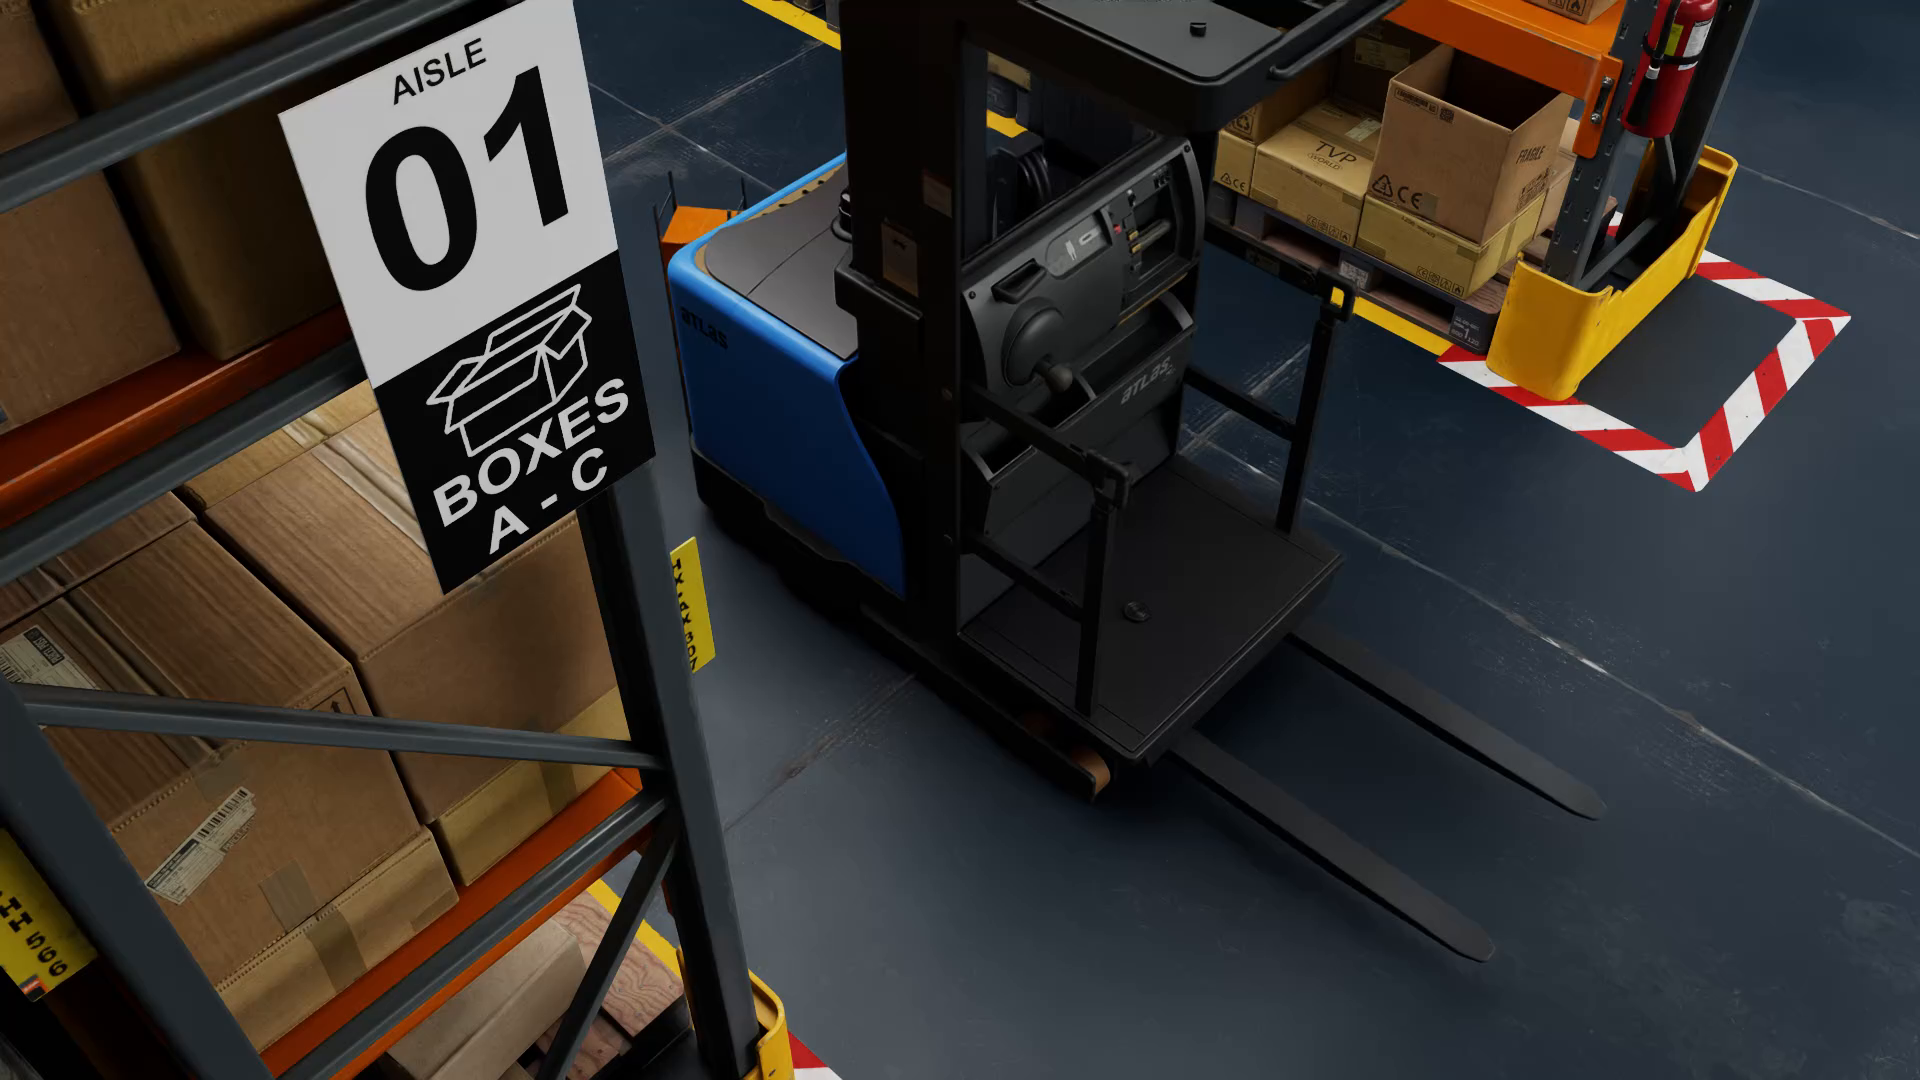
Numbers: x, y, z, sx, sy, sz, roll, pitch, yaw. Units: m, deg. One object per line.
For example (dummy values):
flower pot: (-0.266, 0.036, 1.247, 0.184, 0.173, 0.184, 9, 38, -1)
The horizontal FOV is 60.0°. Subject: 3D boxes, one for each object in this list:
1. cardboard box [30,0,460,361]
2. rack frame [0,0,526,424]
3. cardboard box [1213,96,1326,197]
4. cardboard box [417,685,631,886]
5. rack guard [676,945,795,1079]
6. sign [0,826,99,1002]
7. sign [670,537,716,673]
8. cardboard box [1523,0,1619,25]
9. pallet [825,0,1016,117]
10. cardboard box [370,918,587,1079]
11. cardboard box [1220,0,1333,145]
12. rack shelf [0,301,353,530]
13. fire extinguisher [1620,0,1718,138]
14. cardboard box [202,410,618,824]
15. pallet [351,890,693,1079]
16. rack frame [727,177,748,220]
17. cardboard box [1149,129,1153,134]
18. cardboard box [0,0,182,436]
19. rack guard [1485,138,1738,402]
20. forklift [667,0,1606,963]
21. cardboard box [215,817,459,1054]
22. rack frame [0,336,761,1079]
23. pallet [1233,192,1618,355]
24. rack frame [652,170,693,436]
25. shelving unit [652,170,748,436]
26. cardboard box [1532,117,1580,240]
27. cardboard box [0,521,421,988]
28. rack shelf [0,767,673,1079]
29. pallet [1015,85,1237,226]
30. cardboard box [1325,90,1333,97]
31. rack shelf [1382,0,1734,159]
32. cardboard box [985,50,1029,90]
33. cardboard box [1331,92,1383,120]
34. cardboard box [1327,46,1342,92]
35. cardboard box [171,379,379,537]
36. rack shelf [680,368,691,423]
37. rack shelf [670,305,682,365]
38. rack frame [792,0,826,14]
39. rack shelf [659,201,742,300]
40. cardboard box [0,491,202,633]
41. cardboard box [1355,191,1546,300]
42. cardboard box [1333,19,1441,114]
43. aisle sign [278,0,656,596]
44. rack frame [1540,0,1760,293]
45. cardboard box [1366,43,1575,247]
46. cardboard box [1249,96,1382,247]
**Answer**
cardboard box: (-0.937, -0.648, 2.161, 0.500, 0.500, 0.500, 35, 56, 29)
rack frame: (-0.861, -1.334, 0.830, 0.127, 3.000, 1.000, 34, 55, 28)
cardboard box: (1.157, -1.733, 6.918, 0.500, 0.250, 0.500, 34, 55, 28)
cardboard box: (-1.004, 0.352, 3.451, 0.500, 0.250, 0.500, 32, 55, 27)
rack guard: (-0.917, 1.537, 3.964, 0.348, 0.500, 1.175, 34, 55, 28)
sign: (-1.252, 0.502, 2.210, 0.005, 0.325, 0.100, 34, 55, 28)
sign: (-0.493, 0.132, 2.975, 0.005, 0.325, 0.100, 34, 55, 28)
cardboard box: (2.161, -2.208, 5.697, 0.500, 0.500, 0.700, 34, 55, 28)
pallet: (0.112, -2.544, 7.994, 1.213, 0.211, 1.003, 34, 55, 28)
cardboard box: (-1.309, 1.099, 4.204, 0.500, 0.311, 0.500, 28, 53, 24)
cardboard box: (1.155, -1.988, 6.643, 0.500, 0.500, 0.500, 34, 55, 28)
rack shelf: (-2.331, -1.050, 3.115, 4.000, 0.370, 1.077, 34, 55, 28)
fire extinguisher: (2.268, -1.603, 5.250, 0.183, 0.674, 0.296, 34, 55, 28)
cardboard box: (-1.008, 0.110, 3.164, 0.500, 0.500, 0.500, 34, 55, 28)
pallet: (-1.490, 1.215, 4.464, 1.213, 0.211, 1.003, 34, 55, 28)
rack frame: (-0.723, -0.754, 5.738, 0.008, 1.050, 0.200, 6, 47, 6)
cardboard box: (0.791, -1.981, 7.151, 0.500, 0.250, 0.500, 34, 55, 28)
cardboard box: (-1.340, -0.419, 1.946, 0.500, 0.500, 0.500, -34, 56, -28)
rack guard: (2.513, -1.069, 6.411, 0.348, 0.500, 1.175, 34, 55, 28)
forklift: (0.504, -0.662, 4.361, 3.031, 2.935, 1.130, 34, 55, 28)
cardboard box: (-1.336, 0.636, 3.184, 0.500, 0.250, 0.500, 35, 56, 28)
rack frame: (-0.861, 0.719, 3.017, 0.127, 3.000, 1.000, 34, 55, 28)
pallet: (1.905, -1.338, 6.861, 1.213, 0.211, 1.003, 34, 55, 28)
rack frame: (-0.964, -0.781, 5.763, 0.008, 1.050, 0.200, 6, 47, 6)
shelving unit: (-0.844, -0.768, 5.751, 0.252, 1.050, 0.215, 6, 47, 6)
cardboard box: (2.253, -1.523, 6.721, 0.500, 0.250, 0.500, 34, 55, 28)
cardboard box: (-1.352, 0.388, 2.903, 0.500, 0.500, 0.500, 33, 55, 27)
rack shelf: (-2.331, -0.024, 4.208, 4.000, 0.370, 1.077, 34, 55, 28)
pallet: (1.013, -1.941, 7.428, 1.213, 0.211, 1.003, 34, 55, 28)
cardboard box: (1.516, -2.016, 7.184, 0.500, 0.250, 0.500, 34, 55, 28)
rack shelf: (1.026, -2.679, 6.701, 4.000, 0.370, 1.077, 34, 55, 28)
cardboard box: (0.419, -2.225, 7.380, 0.500, 0.250, 0.500, 34, 55, 28)
cardboard box: (1.883, -1.769, 6.951, 0.500, 0.250, 0.500, 34, 55, 28)
cardboard box: (1.508, -2.267, 6.904, 0.500, 0.500, 0.500, 34, 55, 28)
cardboard box: (-1.365, -0.140, 3.399, 0.500, 0.500, 0.500, 34, 55, 28)
rack shelf: (-0.844, -0.570, 5.961, 0.240, 0.259, 0.215, 6, 47, 6)
rack shelf: (-0.844, -0.760, 5.758, 0.240, 0.259, 0.215, 6, 47, 6)
rack frame: (-0.444, -3.914, 7.368, 0.127, 3.000, 1.000, 34, 55, 28)
rack shelf: (-0.844, -0.955, 5.551, 0.240, 0.259, 0.215, 6, 47, 6)
cardboard box: (-1.715, 0.134, 3.142, 0.500, 0.500, 0.500, 35, 56, 28)
cardboard box: (1.901, -1.246, 6.460, 0.500, 0.250, 0.500, 34, 55, 28)
cardboard box: (1.884, -2.026, 6.679, 0.500, 0.500, 0.500, 34, 55, 28)
aisle sign: (-0.605, -0.296, 2.187, 0.004, 0.787, 0.394, 34, 55, 28)
rack frame: (2.496, -1.937, 5.511, 0.127, 3.000, 1.000, 34, 55, 28)
cardboard box: (1.900, -1.502, 6.186, 0.500, 0.500, 0.500, 34, 55, 28)
cardboard box: (1.526, -1.487, 6.686, 0.500, 0.250, 0.500, 34, 55, 28)
